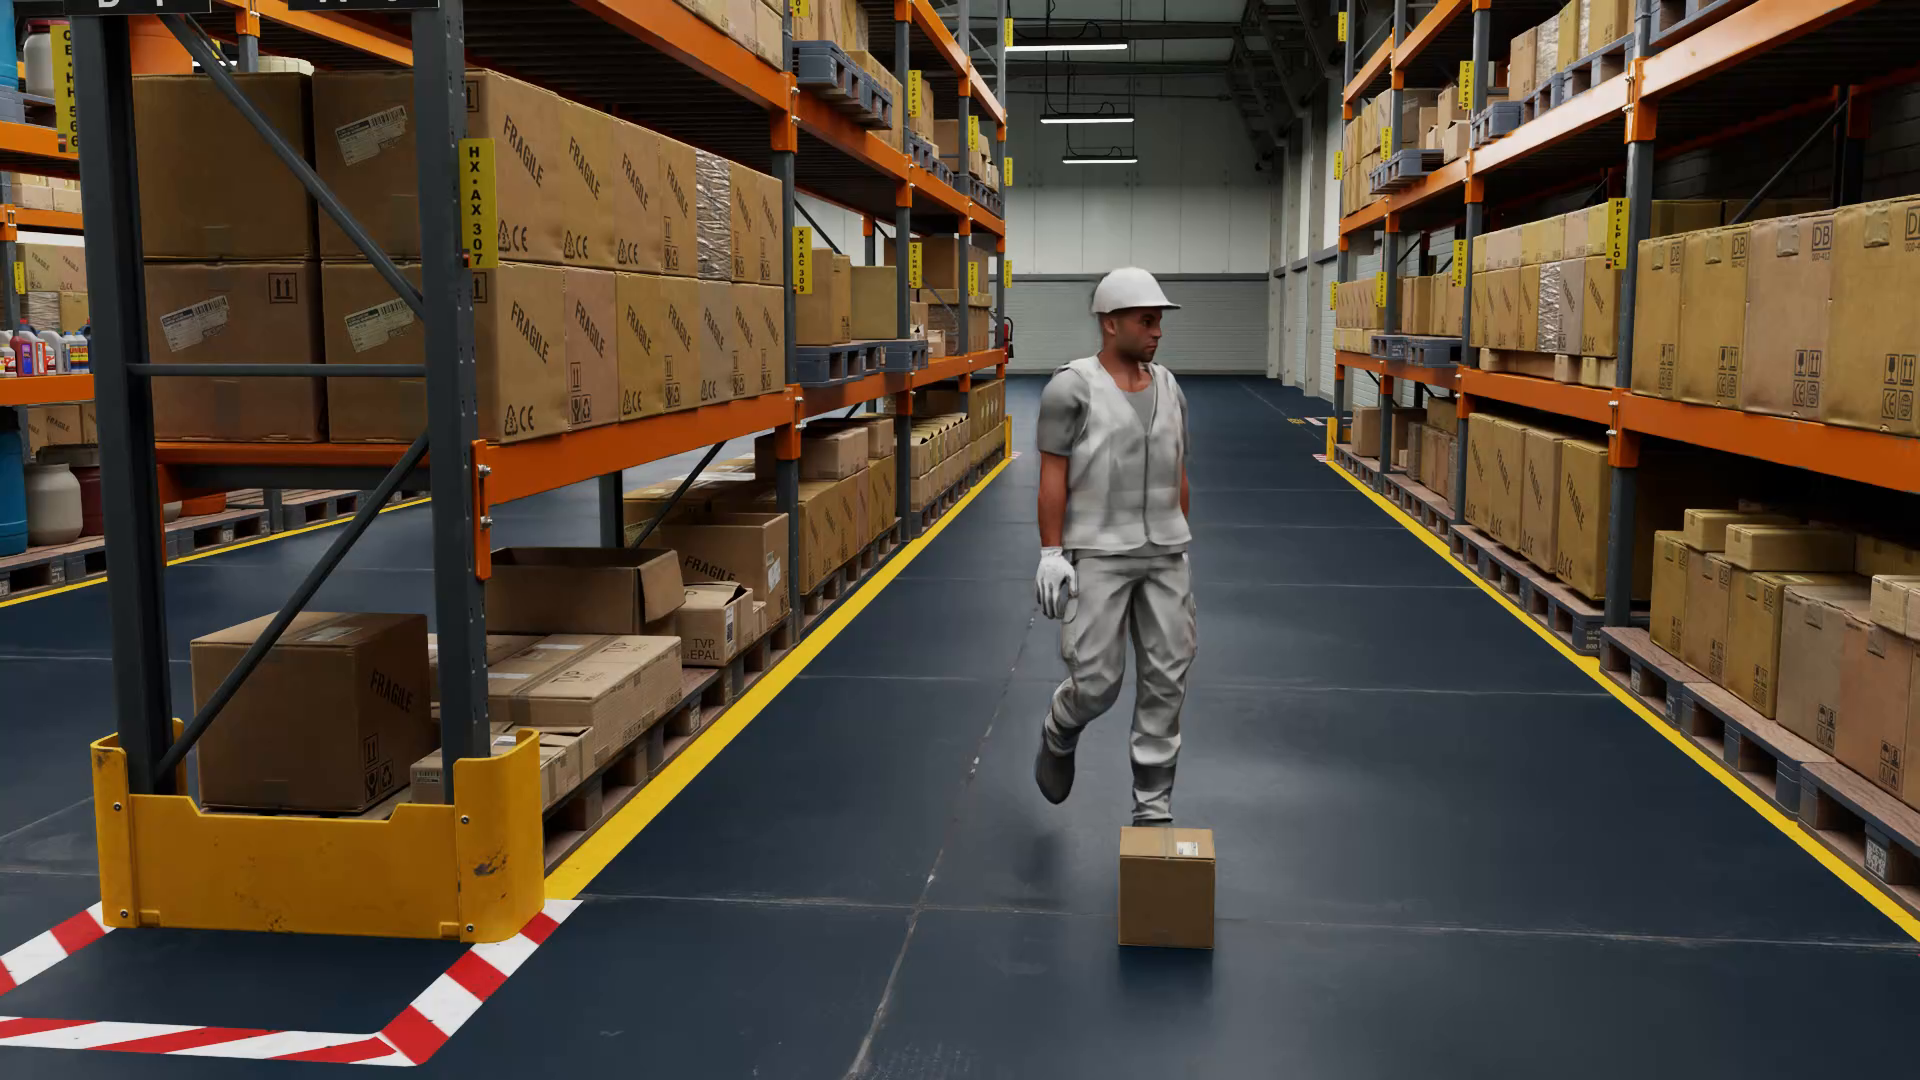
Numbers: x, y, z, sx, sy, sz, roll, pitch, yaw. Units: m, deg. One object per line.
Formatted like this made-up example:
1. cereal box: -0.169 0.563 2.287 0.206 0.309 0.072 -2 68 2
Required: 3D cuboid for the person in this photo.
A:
1. person: 0.484 0.058 5.143 0.563 1.779 0.650 -3 8 -23
